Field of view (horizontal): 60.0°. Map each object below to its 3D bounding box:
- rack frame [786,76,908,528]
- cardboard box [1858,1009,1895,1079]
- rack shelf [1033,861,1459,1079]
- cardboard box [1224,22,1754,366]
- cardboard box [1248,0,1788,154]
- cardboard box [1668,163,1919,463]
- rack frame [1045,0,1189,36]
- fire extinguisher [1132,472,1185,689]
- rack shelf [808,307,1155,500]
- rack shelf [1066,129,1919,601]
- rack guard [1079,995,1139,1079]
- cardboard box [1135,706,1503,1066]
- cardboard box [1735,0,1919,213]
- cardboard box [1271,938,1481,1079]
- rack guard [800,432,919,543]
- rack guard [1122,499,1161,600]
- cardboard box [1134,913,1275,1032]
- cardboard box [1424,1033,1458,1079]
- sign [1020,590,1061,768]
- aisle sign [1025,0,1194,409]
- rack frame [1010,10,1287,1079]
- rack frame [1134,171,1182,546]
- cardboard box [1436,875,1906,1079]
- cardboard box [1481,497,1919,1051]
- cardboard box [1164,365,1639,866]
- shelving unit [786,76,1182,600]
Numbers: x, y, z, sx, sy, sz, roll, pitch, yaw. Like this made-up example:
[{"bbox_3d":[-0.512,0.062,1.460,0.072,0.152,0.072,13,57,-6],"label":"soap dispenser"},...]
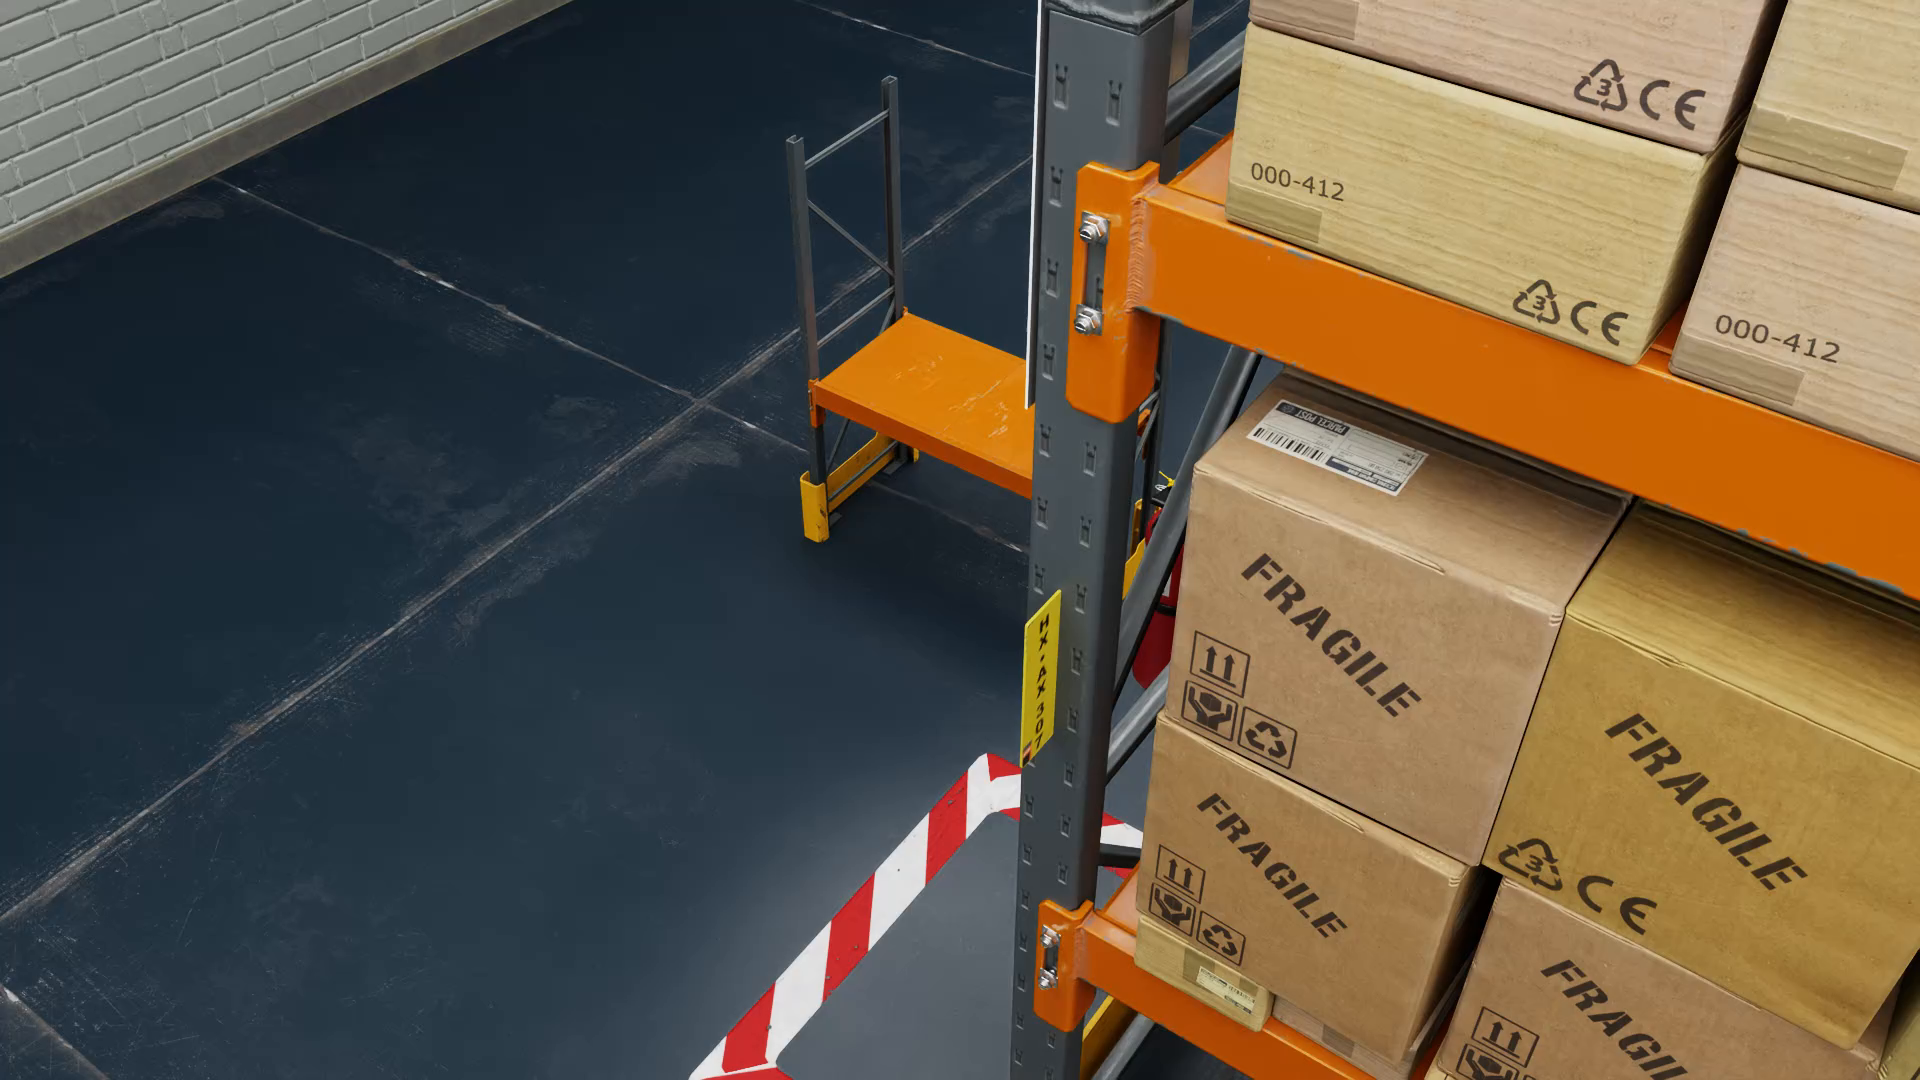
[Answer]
[{"bbox_3d":[-0.346,-0.721,5.431,0.032,1.500,0.500,25,48,25],"label":"rack frame"},{"bbox_3d":[1.494,0.807,2.300,0.500,0.500,0.500,26,48,26],"label":"cardboard box"},{"bbox_3d":[2.076,1.281,2.609,4.000,0.370,1.077,25,48,25],"label":"rack shelf"},{"bbox_3d":[0.659,-0.503,1.926,0.500,0.250,0.500,27,48,27],"label":"cardboard box"},{"bbox_3d":[0.657,-0.687,1.757,0.500,0.250,0.500,26,48,26],"label":"cardboard box"},{"bbox_3d":[1.088,-0.299,1.698,0.500,0.250,0.500,27,48,27],"label":"cardboard box"},{"bbox_3d":[0.438,-1.989,1.224,0.127,3.000,1.000,25,48,25],"label":"rack frame"},{"bbox_3d":[0.497,0.066,3.764,0.183,0.674,0.296,25,48,25],"label":"fire extinguisher"},{"bbox_3d":[0.070,-0.392,5.333,1.000,0.185,0.538,25,48,25],"label":"rack shelf"},{"bbox_3d":[2.076,0.163,1.608,4.000,0.370,1.077,25,48,25],"label":"rack shelf"},{"bbox_3d":[0.501,1.208,4.025,0.348,0.500,1.175,25,48,25],"label":"rack guard"},{"bbox_3d":[0.647,0.422,2.731,0.500,0.500,0.500,27,49,27],"label":"cardboard box"},{"bbox_3d":[1.077,-0.492,1.538,0.500,0.250,0.500,24,47,25],"label":"cardboard box"},{"bbox_3d":[0.748,0.719,2.886,0.250,0.149,0.380,27,48,27],"label":"cardboard box"},{"bbox_3d":[-0.345,-0.255,5.847,0.087,0.250,0.587,25,48,25],"label":"rack guard"},{"bbox_3d":[0.470,0.127,5.421,0.087,0.250,0.587,25,48,25],"label":"rack guard"},{"bbox_3d":[0.515,0.644,2.970,0.250,0.149,0.380,25,47,25],"label":"cardboard box"},{"bbox_3d":[0.937,0.851,2.738,0.250,0.149,0.380,24,47,24],"label":"cardboard box"},{"bbox_3d":[0.127,0.221,2.605,0.005,0.325,0.100,25,48,25],"label":"sign"},{"bbox_3d":[0.206,-0.586,2.206,0.004,0.787,0.394,25,48,25],"label":"aisle sign"},{"bbox_3d":[0.438,0.247,3.224,0.127,3.000,1.000,25,48,25],"label":"rack frame"},{"bbox_3d":[0.486,-0.332,4.996,0.032,1.500,0.500,25,48,25],"label":"rack frame"},{"bbox_3d":[1.100,0.613,2.518,0.500,0.500,0.500,25,48,25],"label":"cardboard box"},{"bbox_3d":[1.070,0.233,2.192,0.500,0.500,0.500,26,48,26],"label":"cardboard box"},{"bbox_3d":[0.654,0.043,2.404,0.500,0.500,0.500,25,47,25],"label":"cardboard box"},{"bbox_3d":[0.062,-0.530,5.217,1.083,1.500,0.587,25,48,25],"label":"shelving unit"}]
